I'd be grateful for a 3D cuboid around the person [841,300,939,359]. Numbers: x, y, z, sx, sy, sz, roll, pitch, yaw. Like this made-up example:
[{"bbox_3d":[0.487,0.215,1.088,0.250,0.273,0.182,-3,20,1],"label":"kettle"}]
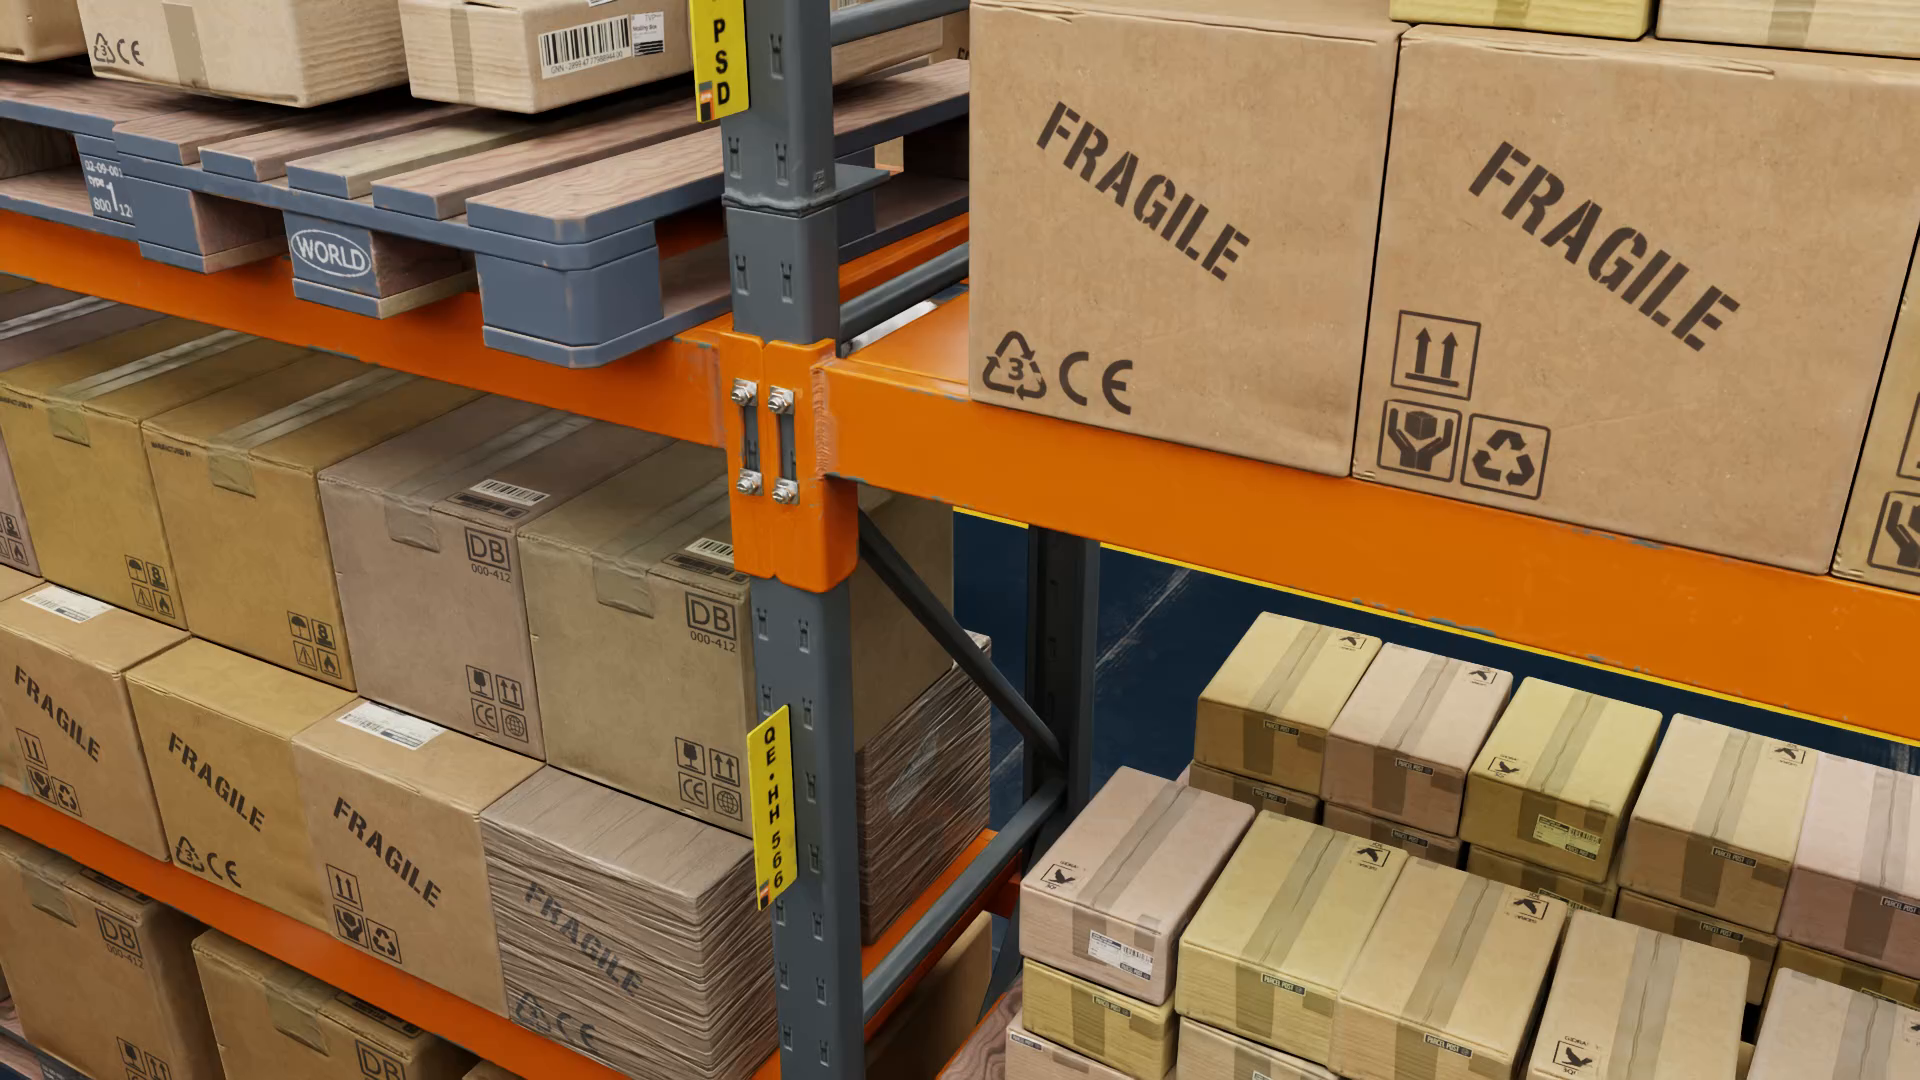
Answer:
[{"bbox_3d":[-0.379,-0.568,7.247,0.615,1.743,0.885,-10,28,-19],"label":"person"}]
